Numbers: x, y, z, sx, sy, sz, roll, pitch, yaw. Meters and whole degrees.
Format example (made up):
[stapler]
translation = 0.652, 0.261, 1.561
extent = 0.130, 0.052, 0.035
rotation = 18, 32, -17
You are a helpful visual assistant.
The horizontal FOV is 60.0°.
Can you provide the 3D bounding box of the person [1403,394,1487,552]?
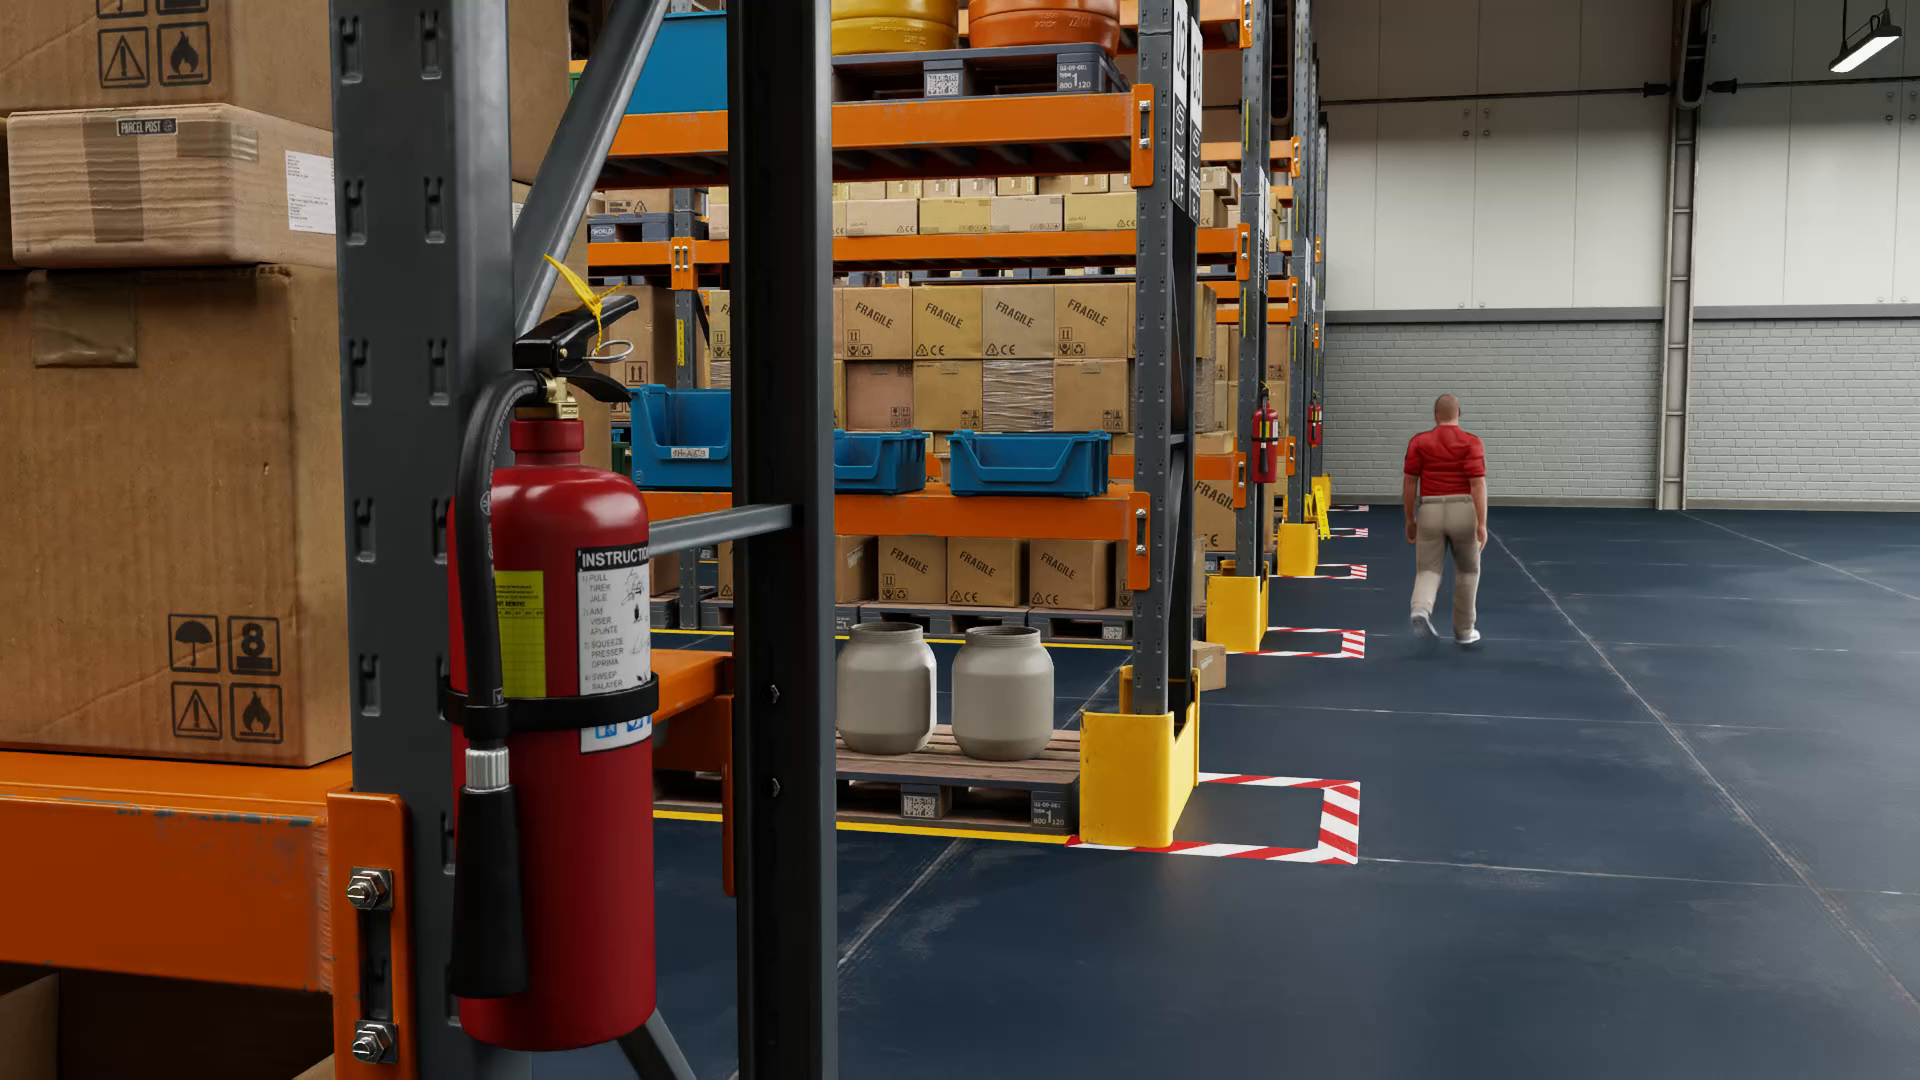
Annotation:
[person]
translation = 3.262, -0.456, 11.118
extent = 0.567, 1.041, 0.339
rotation = 2, 5, 27
